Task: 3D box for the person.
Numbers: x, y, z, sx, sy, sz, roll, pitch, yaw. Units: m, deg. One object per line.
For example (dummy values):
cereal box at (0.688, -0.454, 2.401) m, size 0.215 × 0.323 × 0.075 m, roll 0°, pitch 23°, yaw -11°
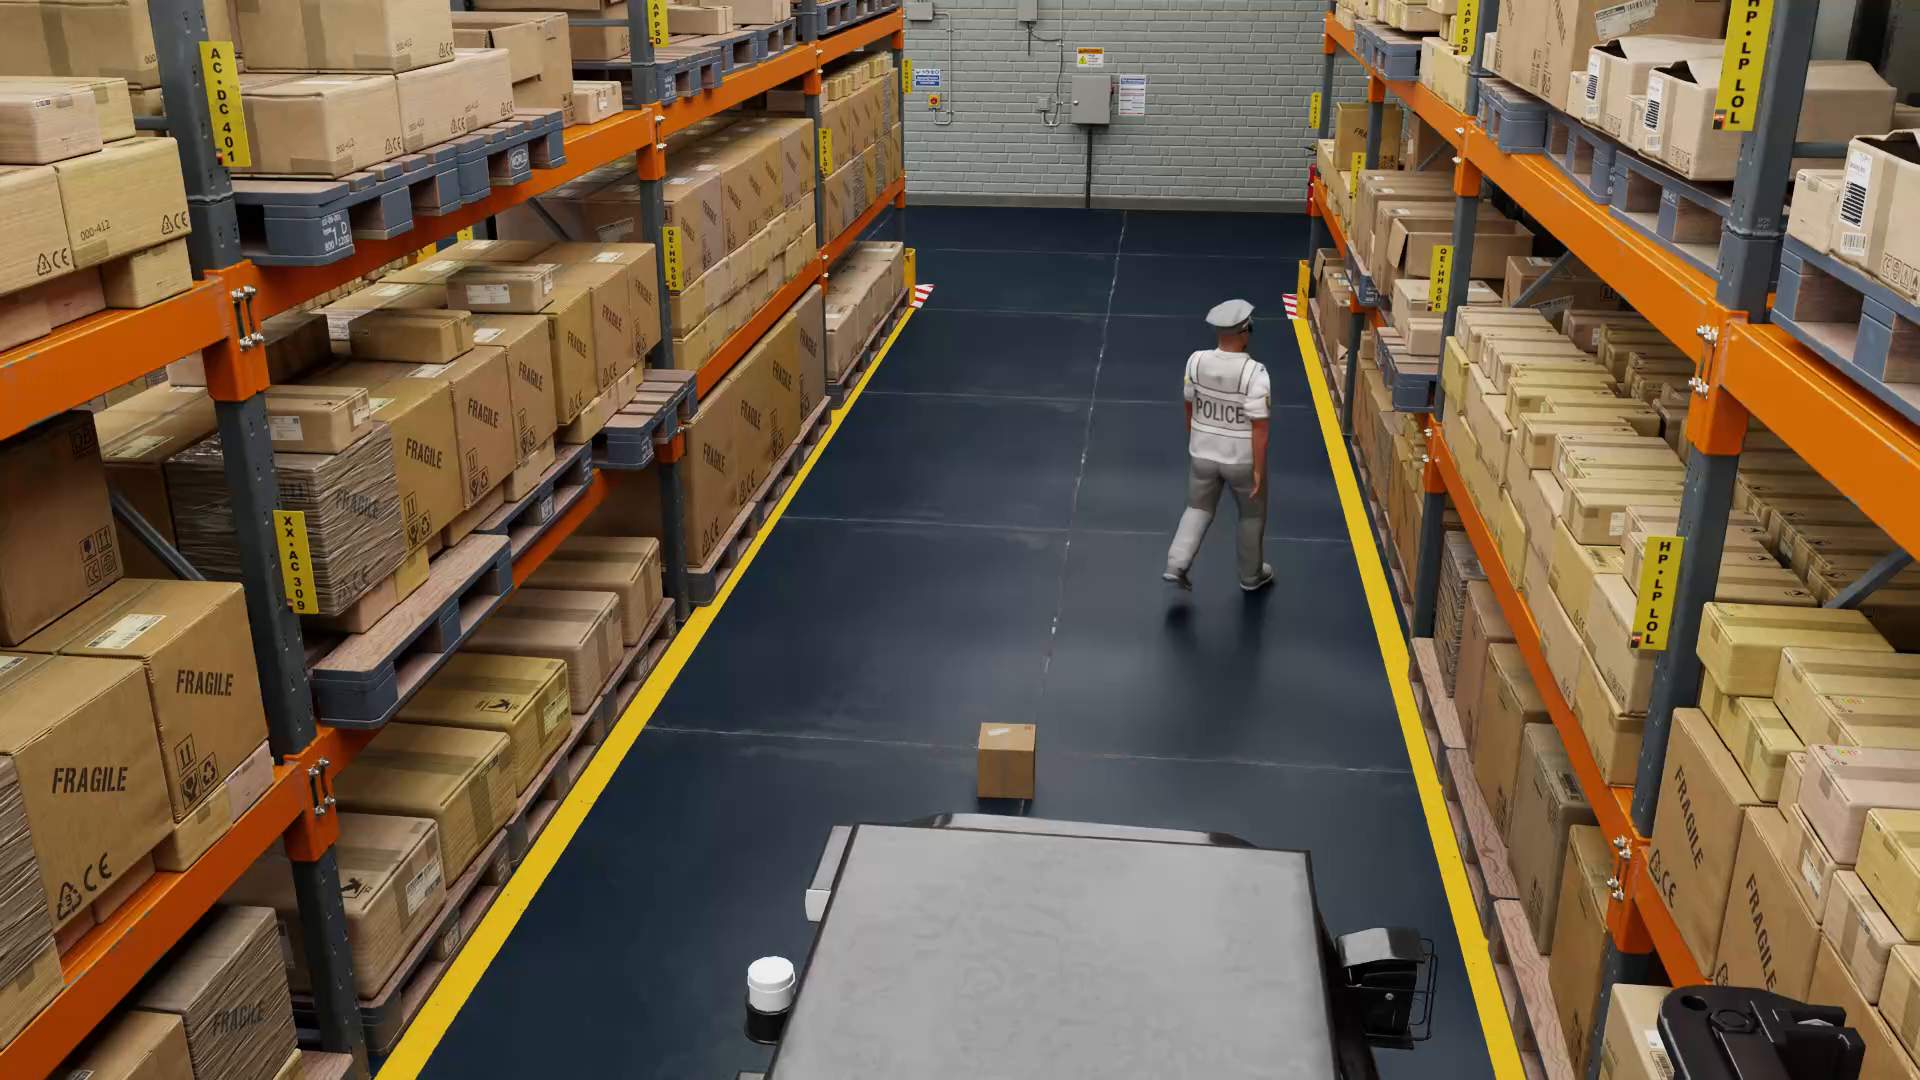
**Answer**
person at (1.515, -0.506, 9.335) m, size 0.536 × 1.741 × 0.853 m, roll 12°, pitch 24°, yaw 28°
